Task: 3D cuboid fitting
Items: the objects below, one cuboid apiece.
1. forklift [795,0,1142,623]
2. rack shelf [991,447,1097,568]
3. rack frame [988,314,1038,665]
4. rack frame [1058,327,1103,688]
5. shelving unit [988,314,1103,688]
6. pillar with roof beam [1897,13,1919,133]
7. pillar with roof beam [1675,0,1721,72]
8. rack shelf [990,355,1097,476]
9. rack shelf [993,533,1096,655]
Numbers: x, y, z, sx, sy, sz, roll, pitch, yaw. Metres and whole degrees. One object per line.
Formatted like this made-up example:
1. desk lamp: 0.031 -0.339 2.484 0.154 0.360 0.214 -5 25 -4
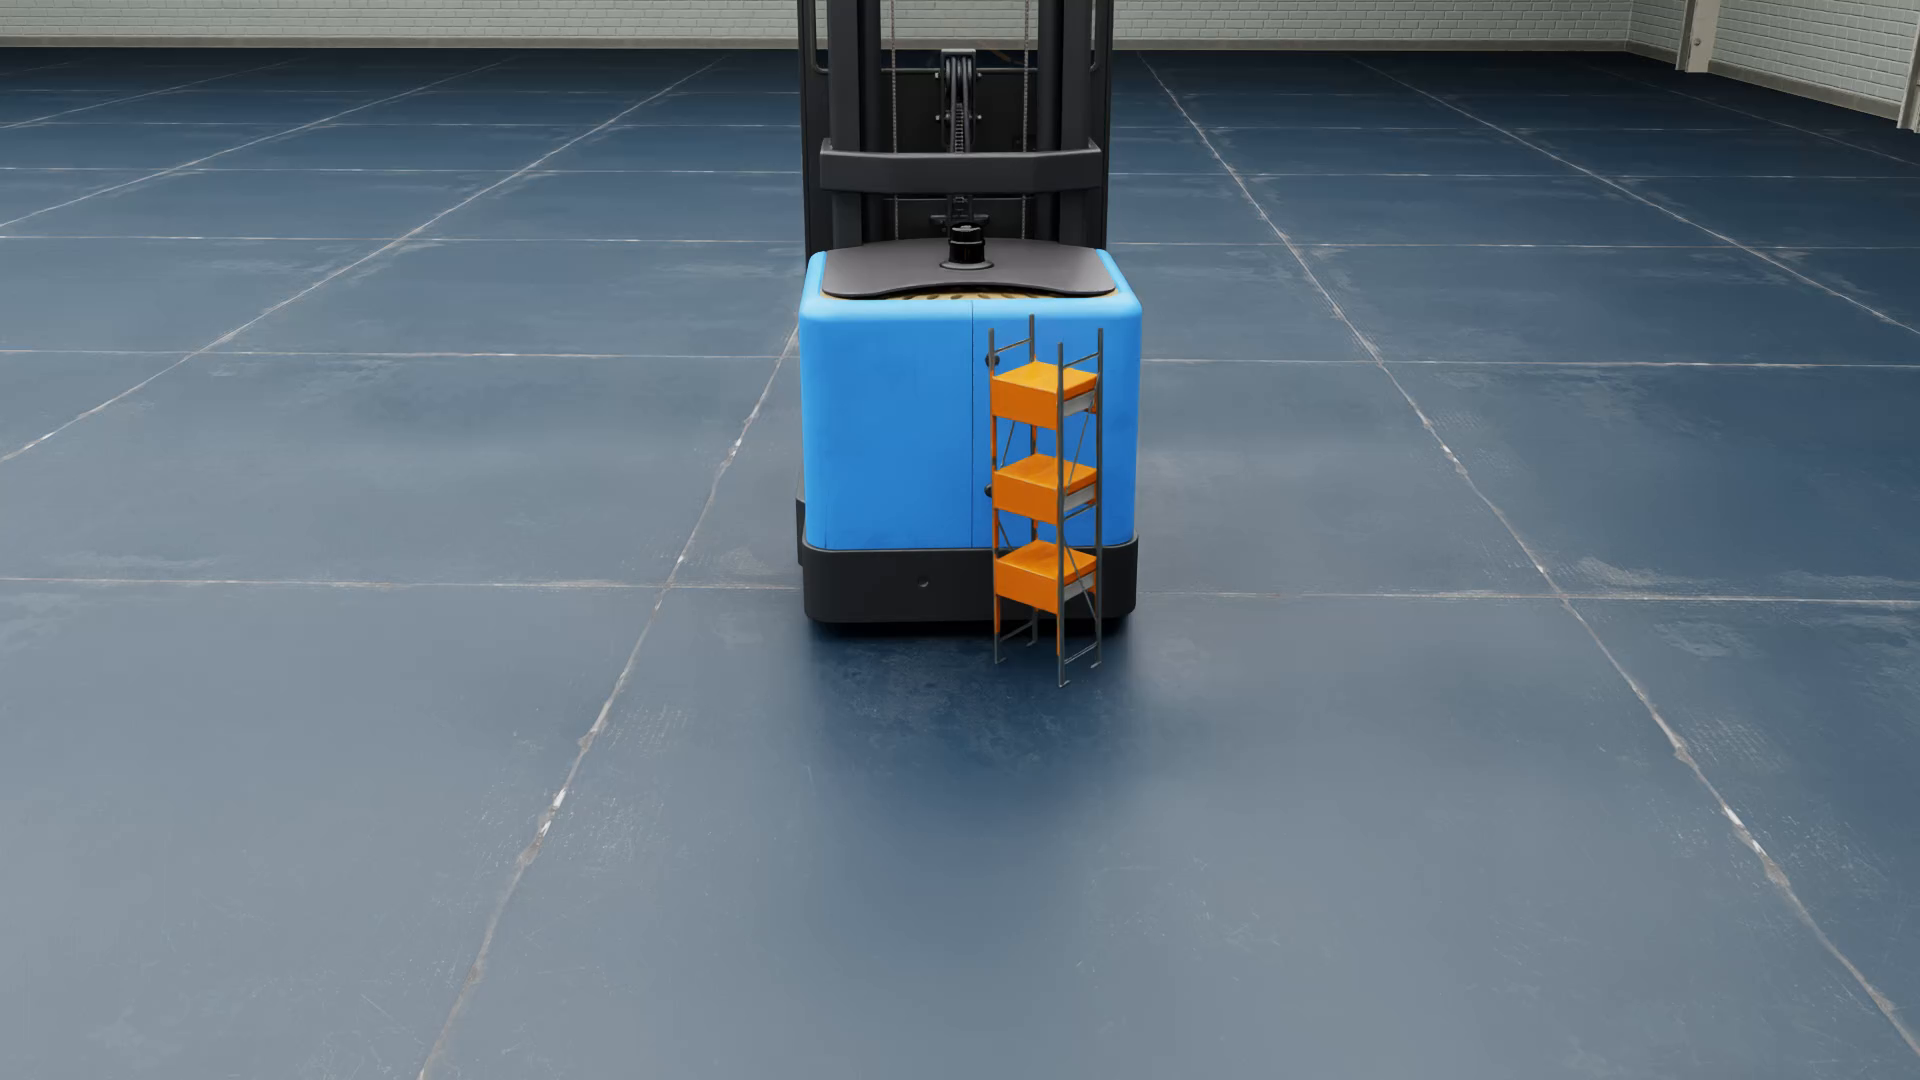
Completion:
1. forklift: -0.027 -1.594 6.086 1.130 2.935 3.031 -1 21 -2
2. rack shelf: 0.253 -0.098 4.847 0.240 0.259 0.215 17 29 38
3. rack frame: 0.161 -0.136 4.917 0.008 1.050 0.200 17 29 38
4. rack frame: 0.345 -0.079 4.768 0.008 1.050 0.200 17 29 38
5. shelving unit: 0.253 -0.107 4.843 0.252 1.050 0.215 17 29 38
6. pillar with roof beam: 5.251 -8.311 15.009 9.100 9.000 0.400 1 21 2
7. pillar with roof beam: 5.433 -10.481 20.600 9.100 9.000 0.400 1 21 2
8. rack shelf: 0.246 -0.359 4.736 0.240 0.259 0.215 17 29 38
9. rack shelf: 0.261 0.158 4.955 0.240 0.259 0.215 17 29 38
